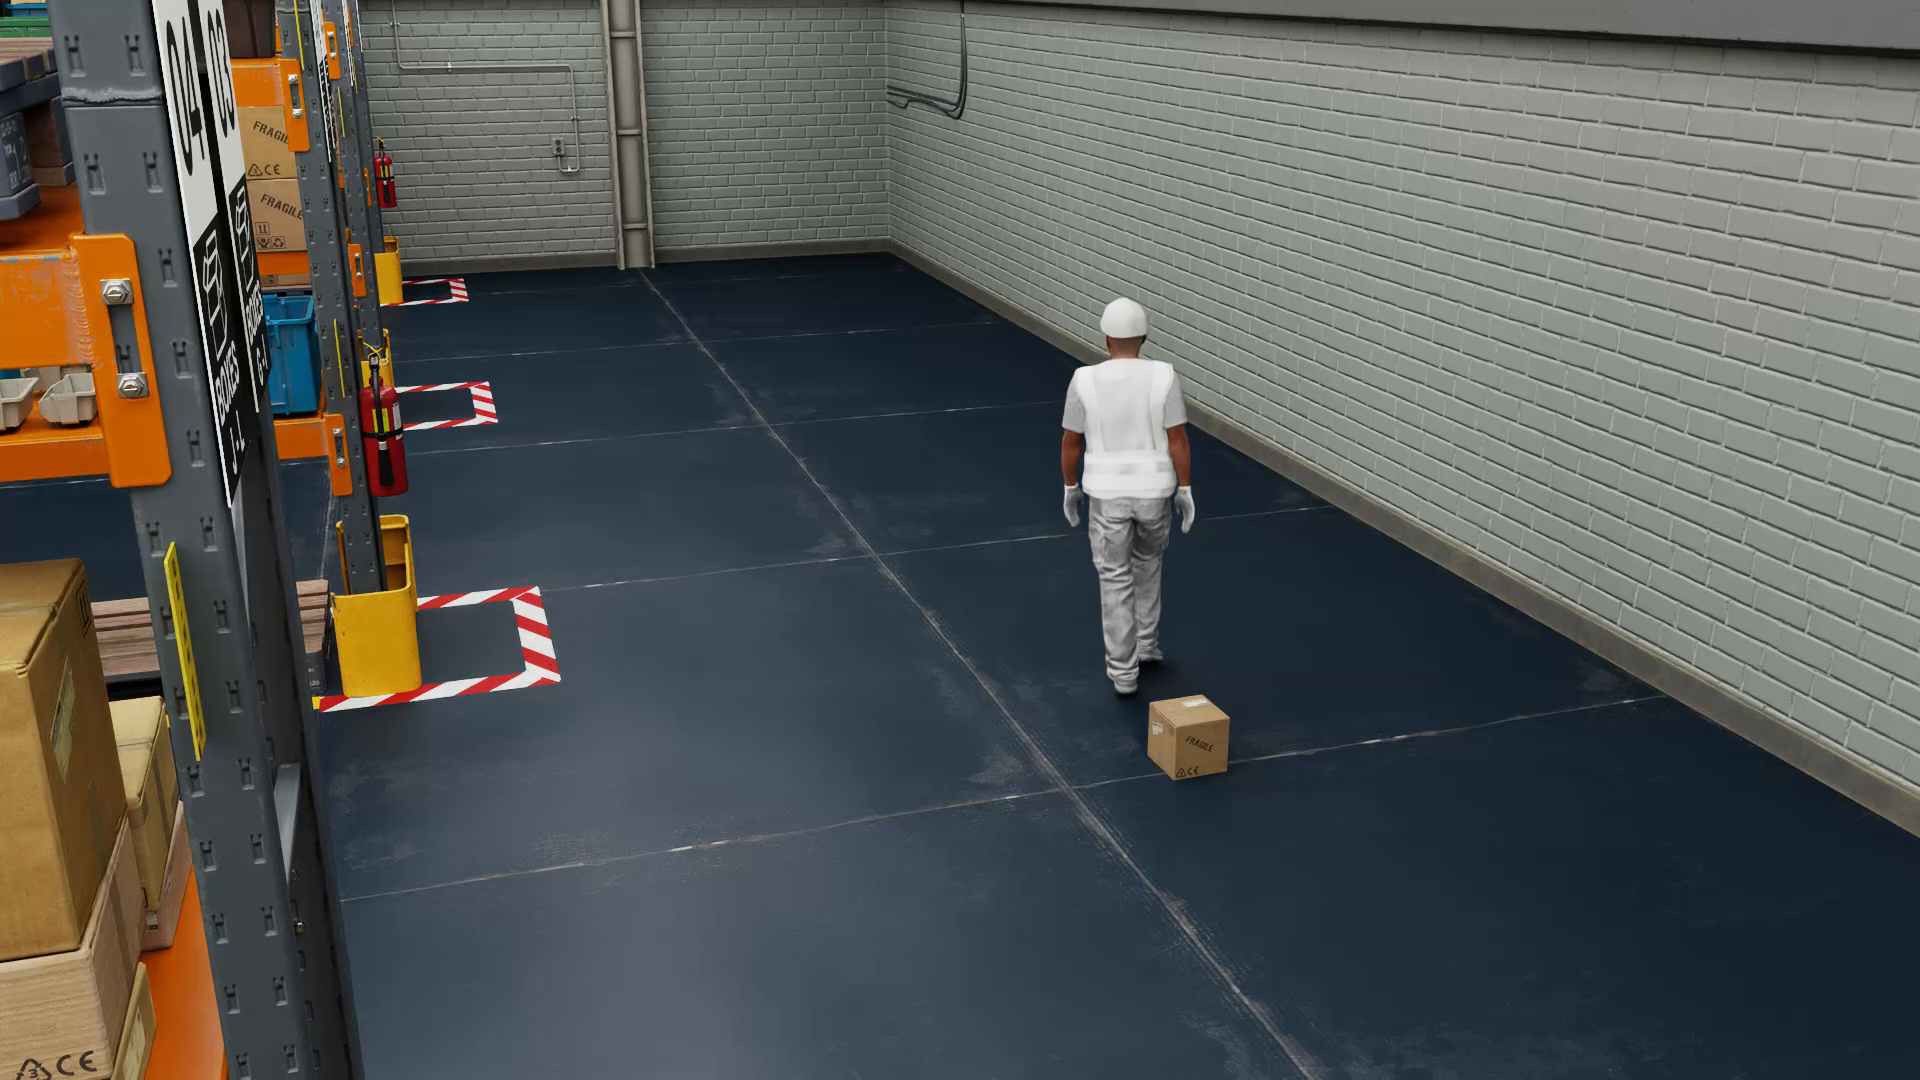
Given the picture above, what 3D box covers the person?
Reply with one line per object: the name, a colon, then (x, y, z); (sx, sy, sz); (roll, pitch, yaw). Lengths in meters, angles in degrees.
person: (0.759, -0.187, 7.608); (0.592, 1.812, 0.601); (-1, 19, -2)
